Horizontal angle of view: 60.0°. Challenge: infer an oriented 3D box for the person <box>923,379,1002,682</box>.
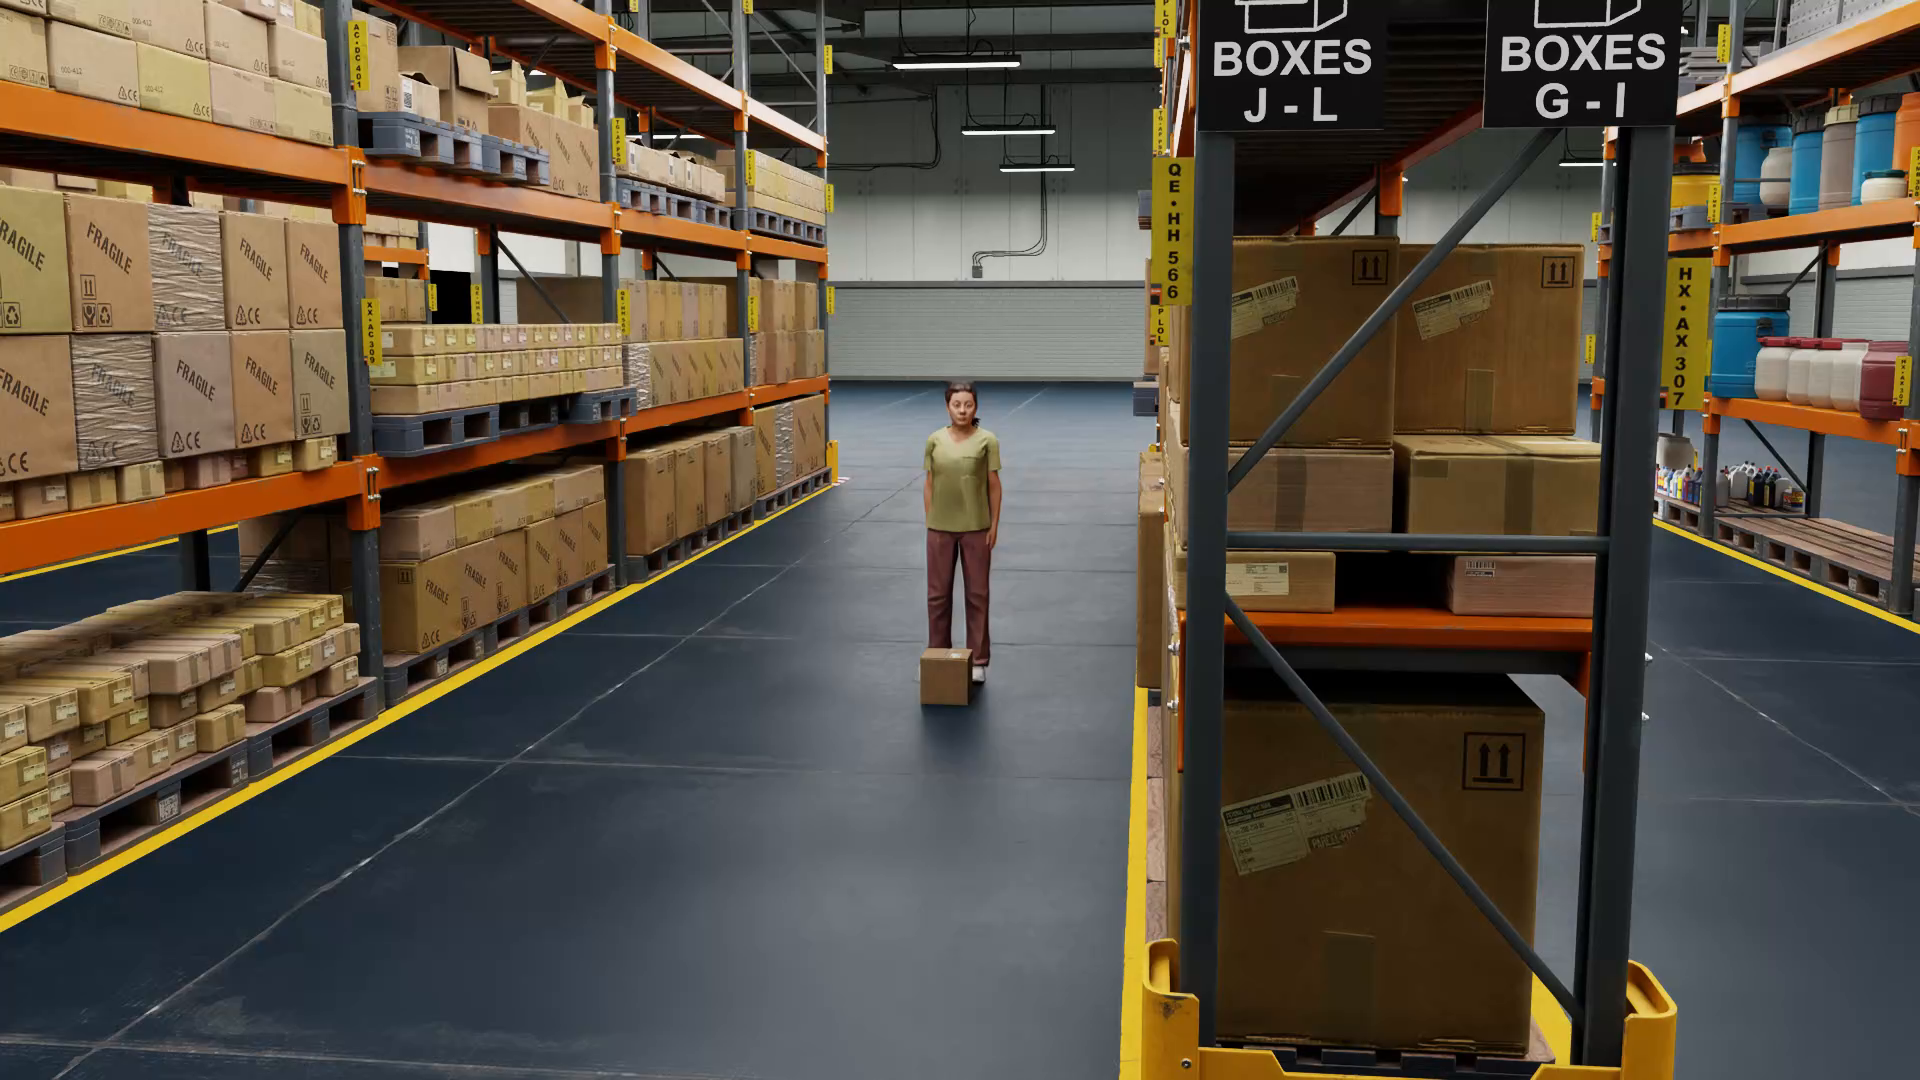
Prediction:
[{"bbox_3d":[0.009,-0.051,9.215,0.441,1.673,0.358,1,8,7],"label":"person"}]
